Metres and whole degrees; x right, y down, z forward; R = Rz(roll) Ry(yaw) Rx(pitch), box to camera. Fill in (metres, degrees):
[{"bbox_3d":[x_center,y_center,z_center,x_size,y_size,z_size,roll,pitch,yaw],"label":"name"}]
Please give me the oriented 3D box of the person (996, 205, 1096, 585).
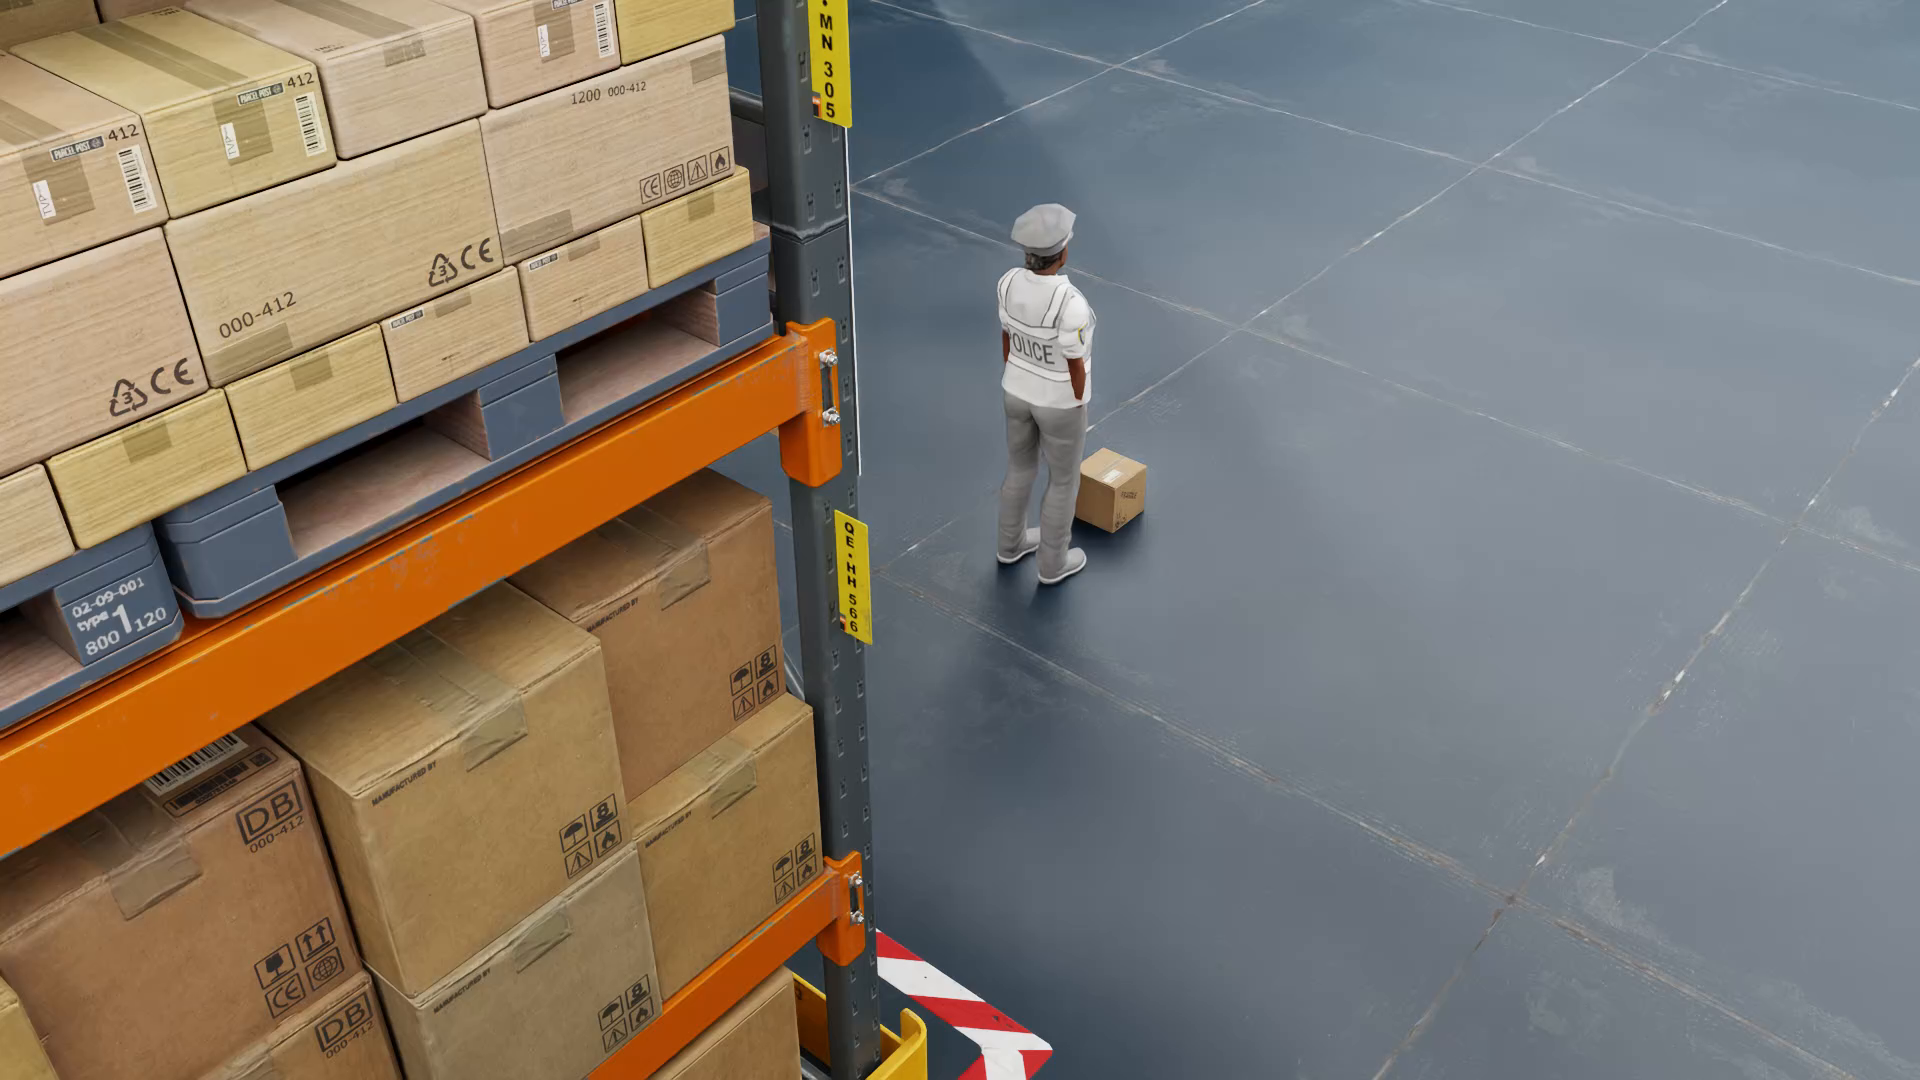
[{"bbox_3d":[0.355,-0.596,6.991,0.437,1.666,0.342,27,43,32],"label":"person"}]
